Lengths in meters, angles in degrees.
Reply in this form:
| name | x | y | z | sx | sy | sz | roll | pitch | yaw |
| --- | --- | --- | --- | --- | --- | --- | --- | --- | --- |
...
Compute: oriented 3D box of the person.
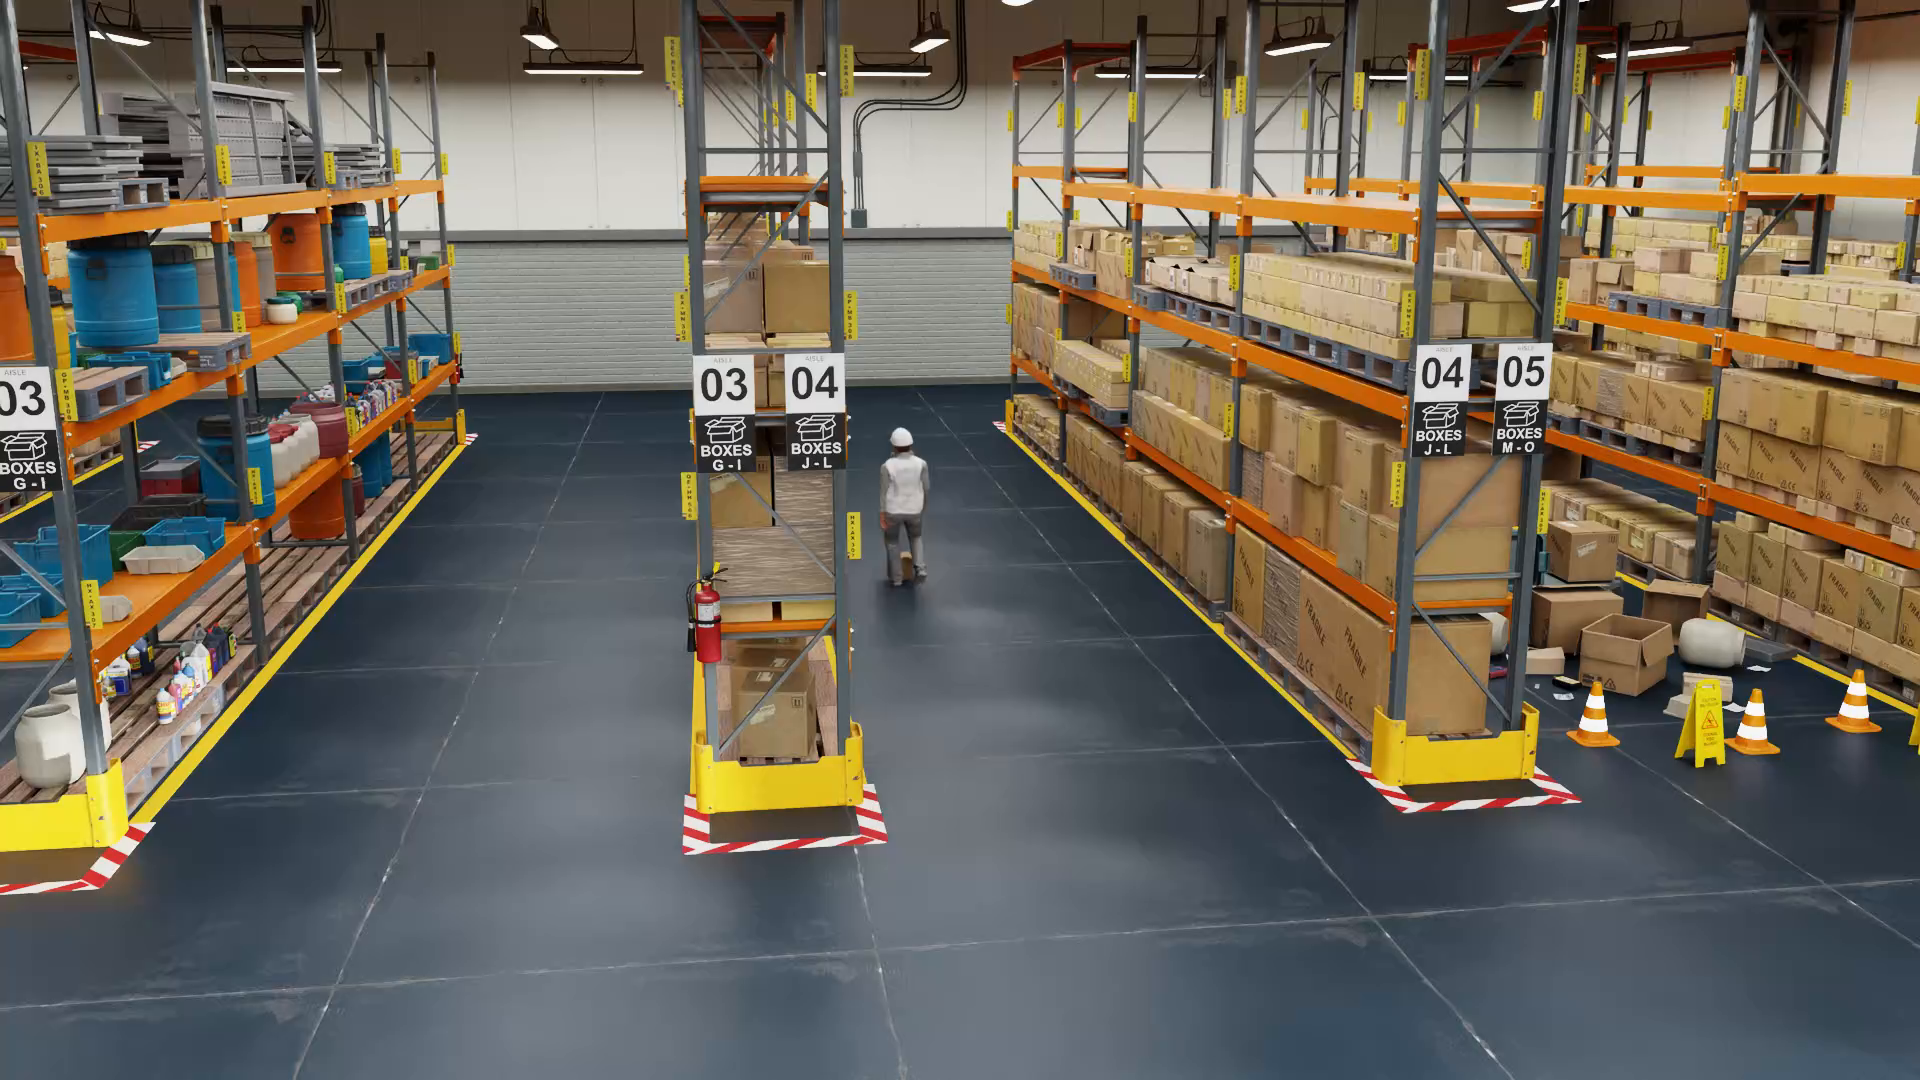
| name | x | y | z | sx | sy | sz | roll | pitch | yaw |
| --- | --- | --- | --- | --- | --- | --- | --- | --- | --- |
| person | -4.195 | -2.210 | 16.529 | 7.689 | 5.811 | 11.420 | -3 | 13 | -13 |
